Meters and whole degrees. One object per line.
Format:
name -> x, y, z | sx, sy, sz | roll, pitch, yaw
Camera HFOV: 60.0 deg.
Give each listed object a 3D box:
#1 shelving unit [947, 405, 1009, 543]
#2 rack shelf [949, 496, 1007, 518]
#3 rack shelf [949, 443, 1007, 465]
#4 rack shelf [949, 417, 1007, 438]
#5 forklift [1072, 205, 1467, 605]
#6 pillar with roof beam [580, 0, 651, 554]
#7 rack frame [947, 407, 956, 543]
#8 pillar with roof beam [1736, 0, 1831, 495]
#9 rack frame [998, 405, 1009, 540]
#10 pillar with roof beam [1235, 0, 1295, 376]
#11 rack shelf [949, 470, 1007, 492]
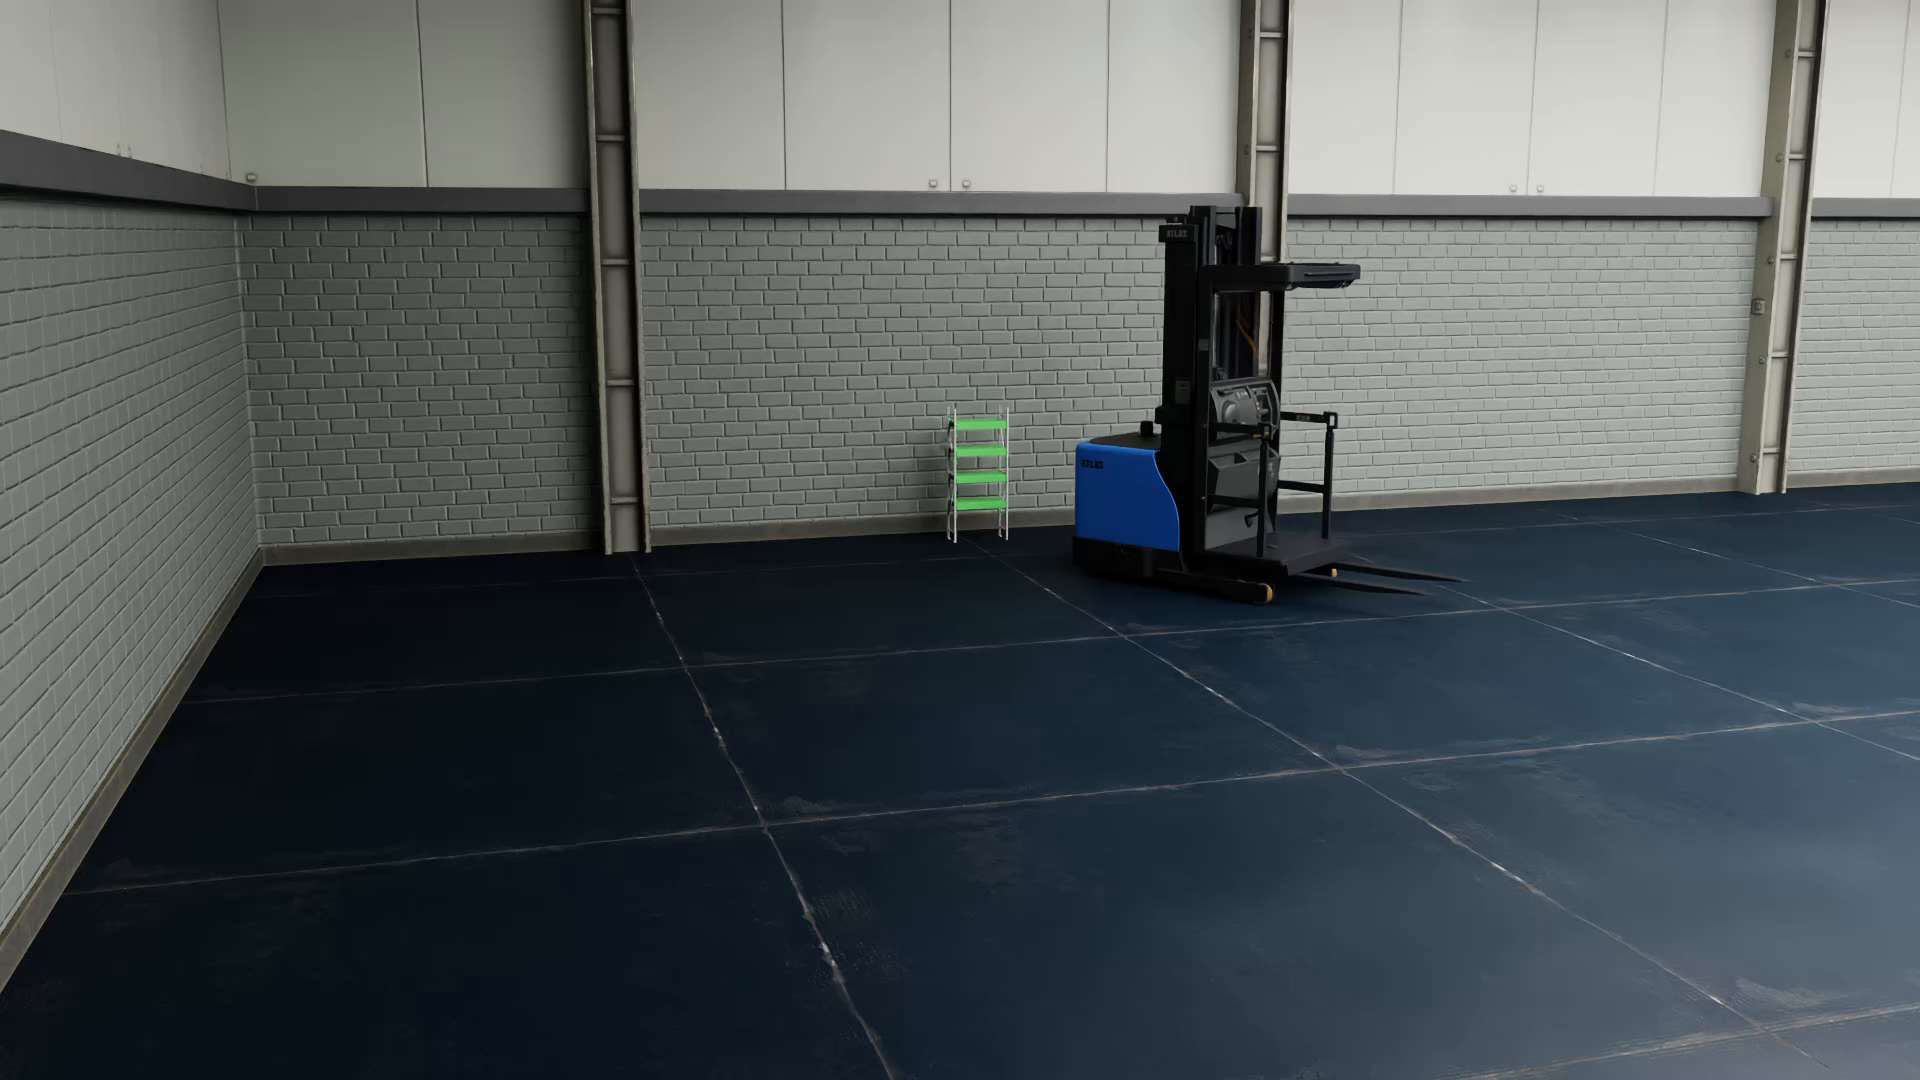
shelving unit -> 0.159, -0.598, 14.983 | 0.503, 1.200, 0.258 | -3, 11, -16
rack shelf -> 0.159, -0.300, 15.038 | 0.480, 0.148, 0.258 | -3, 11, -16
rack shelf -> 0.159, -0.772, 14.951 | 0.480, 0.148, 0.258 | -3, 11, -16
rack shelf -> 0.159, -1.008, 14.908 | 0.480, 0.148, 0.258 | -3, 11, -16
forklift -> 2.363, -1.063, 12.724 | 3.031, 2.935, 1.130 | 9, 14, 40
pillar with roof beam -> -1.719, -3.589, 9.689 | 0.400, 9.000, 9.100 | -3, 11, -16
rack frame -> -0.075, -0.586, 14.916 | 0.015, 1.200, 0.240 | -3, 11, -16
pillar with roof beam -> 9.803, -4.197, 12.988 | 0.400, 9.000, 9.100 | -3, 11, -16
rack frame -> 0.393, -0.611, 15.050 | 0.015, 1.200, 0.240 | -3, 11, -16
pillar with roof beam -> 4.042, -3.893, 11.338 | 0.400, 9.000, 9.100 | -3, 11, -16
rack shelf -> 0.159, -0.536, 14.995 | 0.480, 0.148, 0.258 | -3, 11, -16
